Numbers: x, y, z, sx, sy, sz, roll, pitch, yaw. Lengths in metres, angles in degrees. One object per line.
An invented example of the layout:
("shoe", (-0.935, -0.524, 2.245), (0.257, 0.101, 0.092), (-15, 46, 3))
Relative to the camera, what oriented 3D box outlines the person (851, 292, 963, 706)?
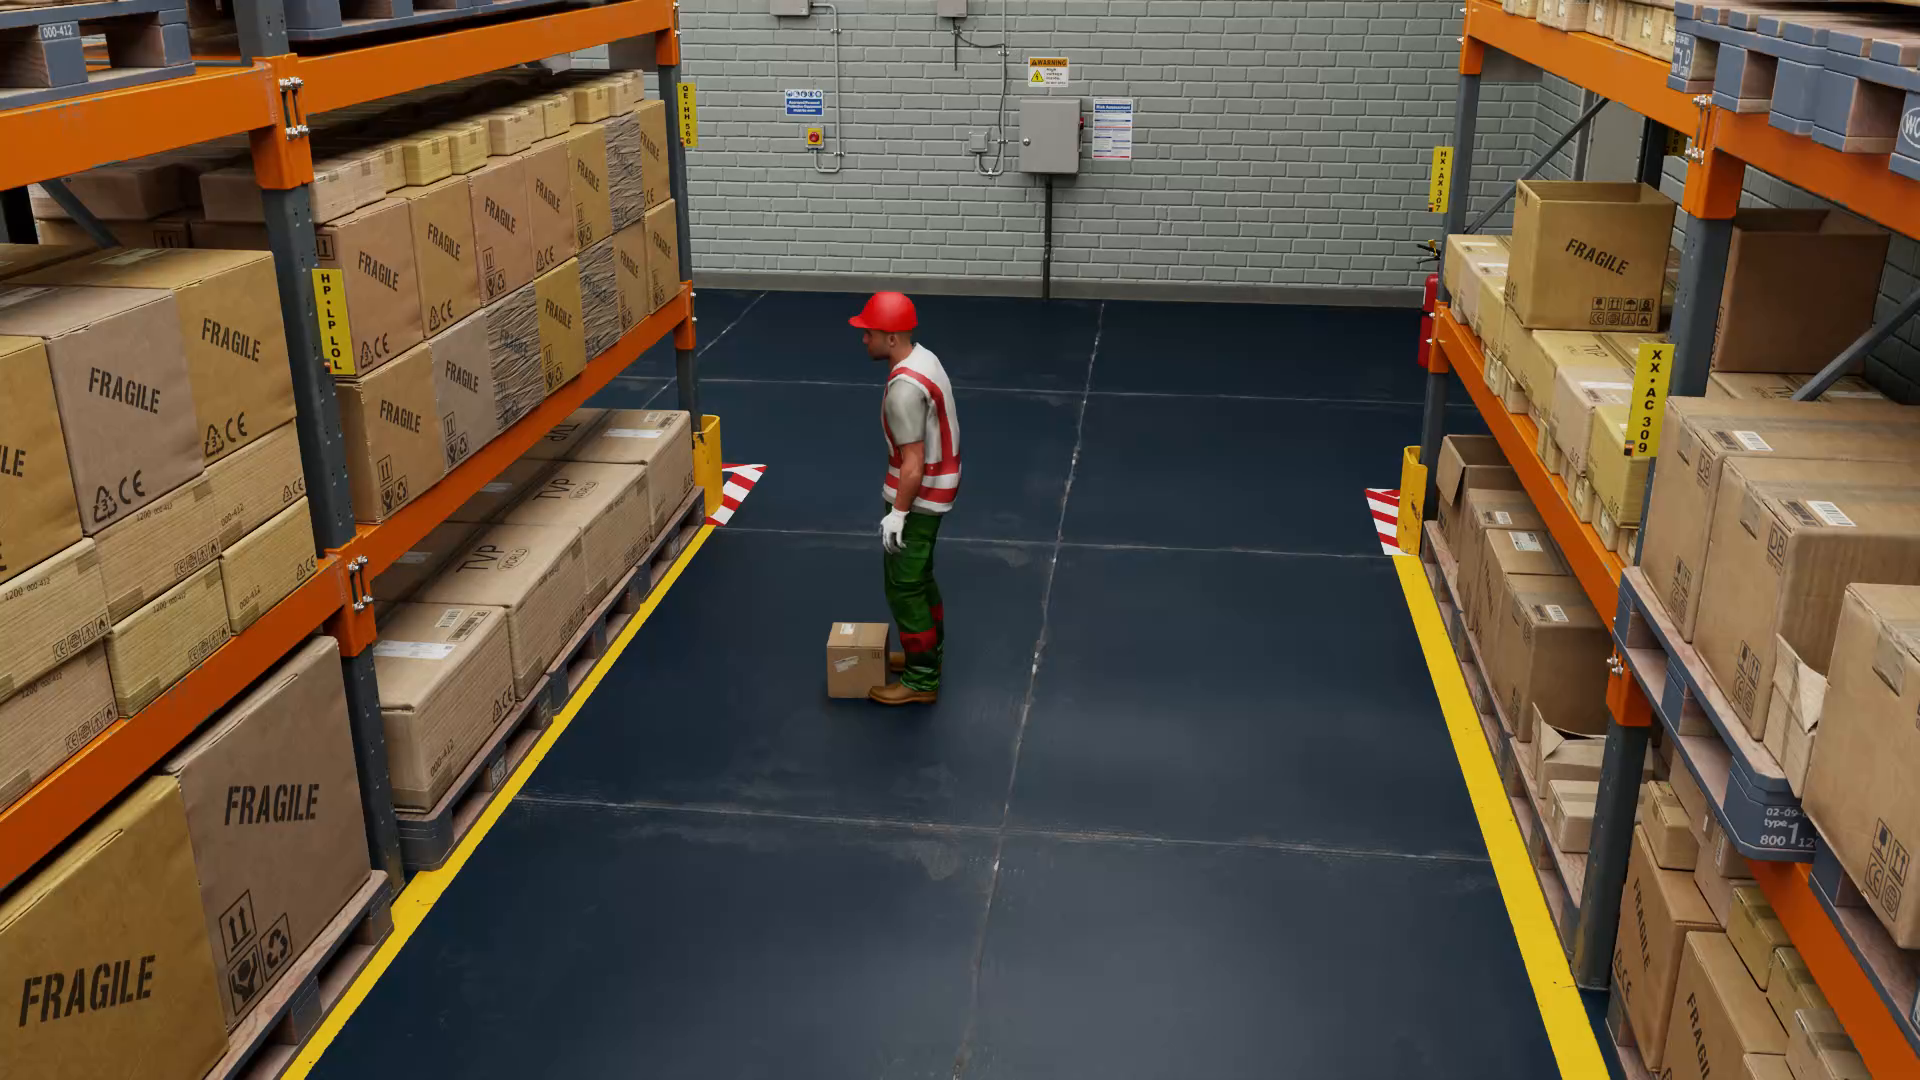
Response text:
("person", (-0.214, -0.175, 7.019), (0.449, 1.778, 0.610), (2, 21, 4))
